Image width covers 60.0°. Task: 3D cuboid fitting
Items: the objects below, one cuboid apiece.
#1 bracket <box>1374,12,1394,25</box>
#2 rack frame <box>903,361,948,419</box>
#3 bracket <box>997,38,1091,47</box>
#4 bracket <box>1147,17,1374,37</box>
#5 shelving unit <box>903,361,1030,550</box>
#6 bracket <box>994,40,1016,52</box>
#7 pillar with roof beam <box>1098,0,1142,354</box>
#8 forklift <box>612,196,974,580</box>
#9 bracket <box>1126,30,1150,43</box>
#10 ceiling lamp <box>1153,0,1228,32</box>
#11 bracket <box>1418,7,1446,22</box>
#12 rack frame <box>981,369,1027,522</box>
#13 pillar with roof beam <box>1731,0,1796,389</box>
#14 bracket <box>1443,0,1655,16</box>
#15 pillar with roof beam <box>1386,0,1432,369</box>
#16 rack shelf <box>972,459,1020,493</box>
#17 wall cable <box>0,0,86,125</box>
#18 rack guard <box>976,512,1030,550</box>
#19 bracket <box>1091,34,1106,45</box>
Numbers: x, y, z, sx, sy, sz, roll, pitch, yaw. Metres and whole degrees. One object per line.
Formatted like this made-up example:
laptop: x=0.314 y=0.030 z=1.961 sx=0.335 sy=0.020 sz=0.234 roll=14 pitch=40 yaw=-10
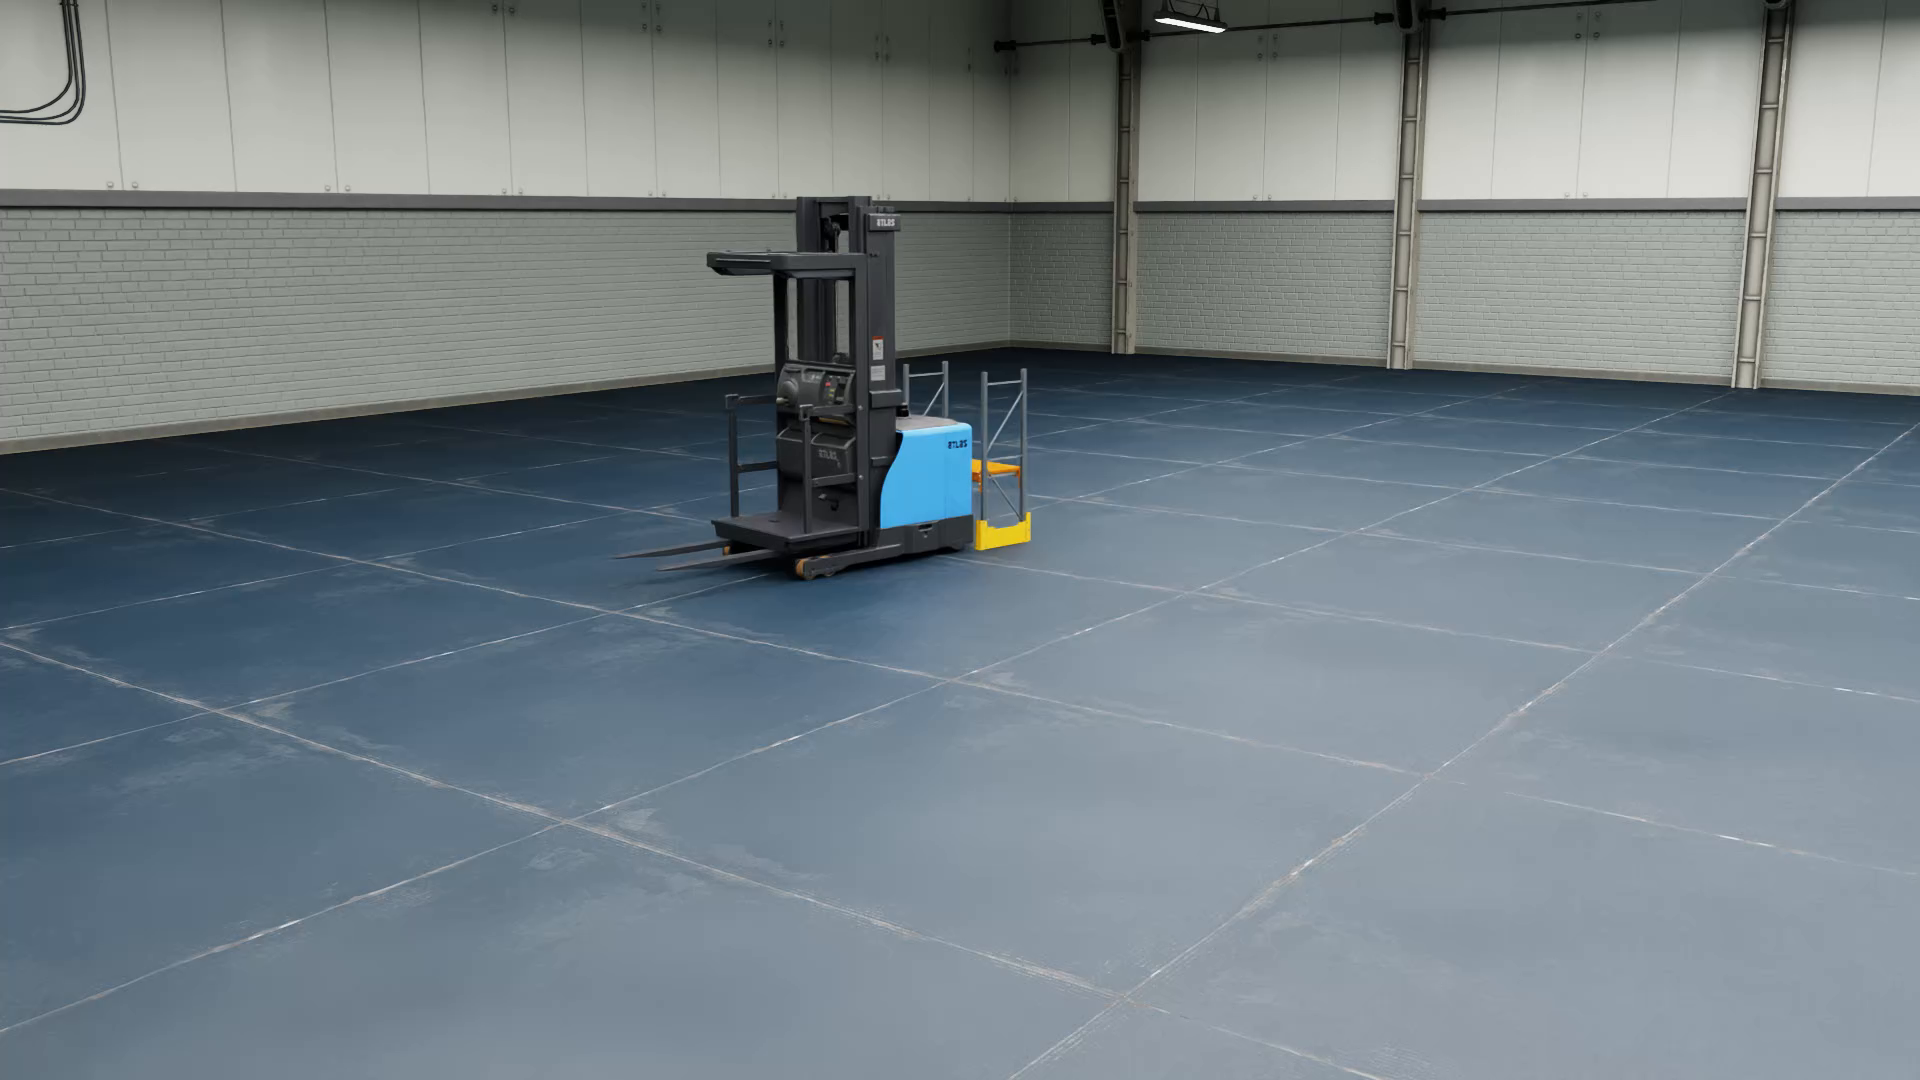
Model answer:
bracket: x=7.692 y=-9.394 z=29.917 sx=0.430 sy=0.232 sz=0.235 roll=8 pitch=13 yaw=36
rack frame: x=-0.305 y=-0.838 z=14.909 sx=0.500 sy=1.500 sz=0.032 roll=-10 pitch=15 yaw=-41
bracket: x=1.421 y=-10.268 z=34.438 sx=3.189 sy=0.066 sz=0.076 roll=8 pitch=13 yaw=36
bracket: x=5.601 y=-9.685 z=31.424 sx=4.783 sy=0.066 sz=0.076 roll=8 pitch=13 yaw=36
shelving unit: x=0.040 y=-0.764 z=14.531 sx=0.587 sy=1.500 sz=1.083 roll=-10 pitch=15 yaw=-41
bracket: x=0.945 y=-10.335 z=34.781 sx=0.430 sy=0.232 sz=0.235 roll=8 pitch=13 yaw=36
pillar with roof beam: x=0.852 y=-7.650 z=30.379 sx=0.548 sy=9.000 sz=9.100 roll=8 pitch=13 yaw=36
forklift: x=-1.315 y=-1.240 z=13.222 sx=3.031 sy=2.935 sz=1.130 roll=-10 pitch=15 yaw=-41
bracket: x=3.525 y=-9.975 z=32.921 sx=0.430 sy=0.232 sz=0.235 roll=8 pitch=13 yaw=36
ceiling lamp: x=3.579 y=-9.981 z=27.060 sx=0.800 sy=3.185 sz=2.000 roll=8 pitch=13 yaw=36
bracket: x=8.361 y=-9.300 z=29.435 sx=0.430 sy=0.232 sz=0.235 roll=8 pitch=13 yaw=36
rack frame: x=0.373 y=-0.694 z=14.166 sx=0.500 sy=1.500 sz=0.032 roll=-10 pitch=15 yaw=-41
pillar with roof beam: x=10.524 y=-6.300 z=23.405 sx=0.548 sy=9.000 sz=9.100 roll=8 pitch=13 yaw=36
bracket: x=10.437 y=-9.011 z=27.937 sx=4.783 sy=0.066 sz=0.076 roll=8 pitch=13 yaw=36
pillar with roof beam: x=5.688 y=-6.975 z=26.892 sx=0.548 sy=9.000 sz=9.100 roll=8 pitch=13 yaw=36
rack shelf: x=0.034 y=-0.589 z=14.572 sx=0.538 sy=0.185 sz=1.000 roll=-10 pitch=15 yaw=-41
wall cable: x=-11.205 y=-7.141 z=18.797 sx=0.169 sy=6.003 sz=2.305 roll=8 pitch=13 yaw=36
rack guard: x=0.372 y=-0.080 z=14.285 sx=0.587 sy=0.250 sz=0.087 roll=-10 pitch=15 yaw=-41
bracket: x=2.856 y=-10.068 z=33.404 sx=0.430 sy=0.232 sz=0.235 roll=8 pitch=13 yaw=36
